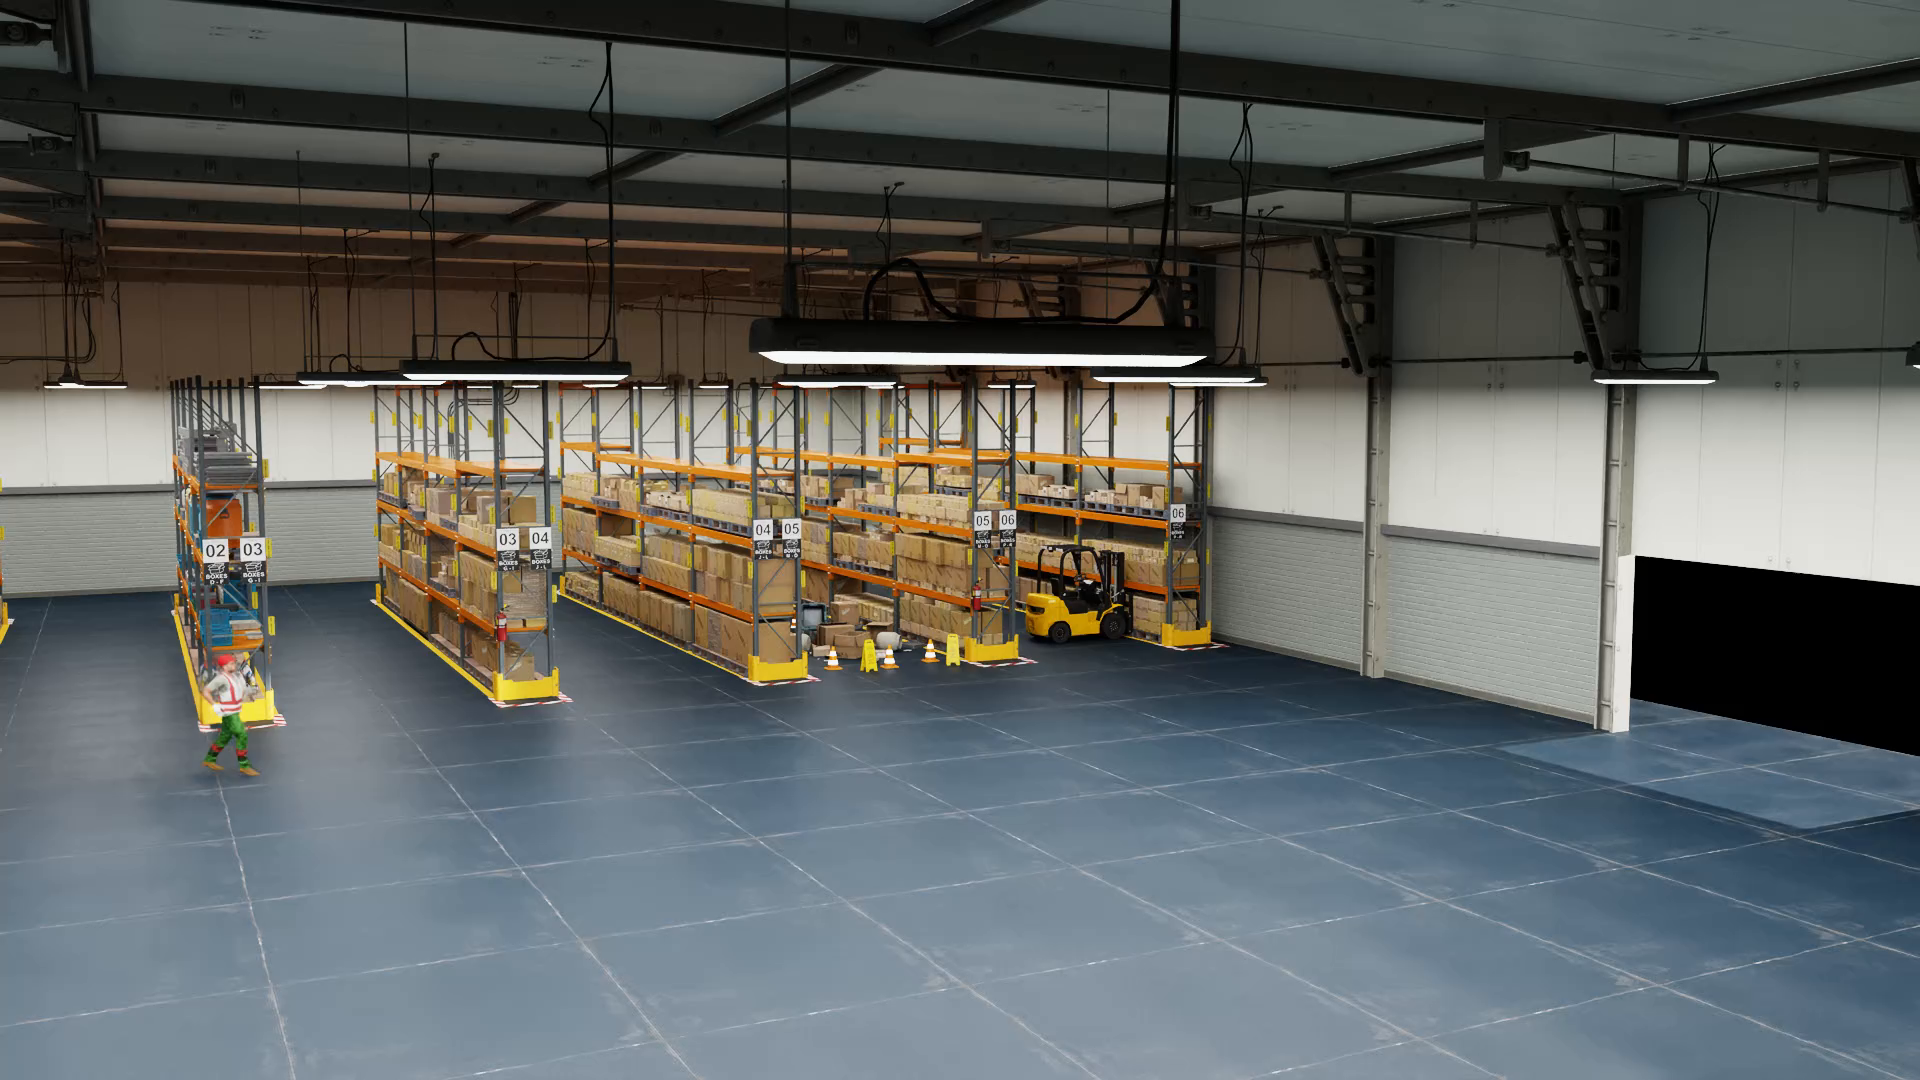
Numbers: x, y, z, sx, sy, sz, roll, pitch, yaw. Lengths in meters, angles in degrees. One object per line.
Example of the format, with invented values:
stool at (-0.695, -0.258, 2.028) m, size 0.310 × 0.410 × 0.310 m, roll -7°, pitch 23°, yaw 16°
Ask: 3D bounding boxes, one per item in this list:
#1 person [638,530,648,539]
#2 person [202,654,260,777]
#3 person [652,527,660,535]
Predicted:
person at (-9.130, 0.580, 47.883) m, size 0.702 × 1.792 × 0.879 m, roll -4°, pitch 6°, yaw -37°
person at (-10.885, 2.613, 24.763) m, size 0.859 × 1.833 × 0.651 m, roll -1°, pitch 5°, yaw -8°
person at (-9.129, 0.468, 49.671) m, size 0.696 × 1.715 × 0.577 m, roll -4°, pitch 7°, yaw -40°
